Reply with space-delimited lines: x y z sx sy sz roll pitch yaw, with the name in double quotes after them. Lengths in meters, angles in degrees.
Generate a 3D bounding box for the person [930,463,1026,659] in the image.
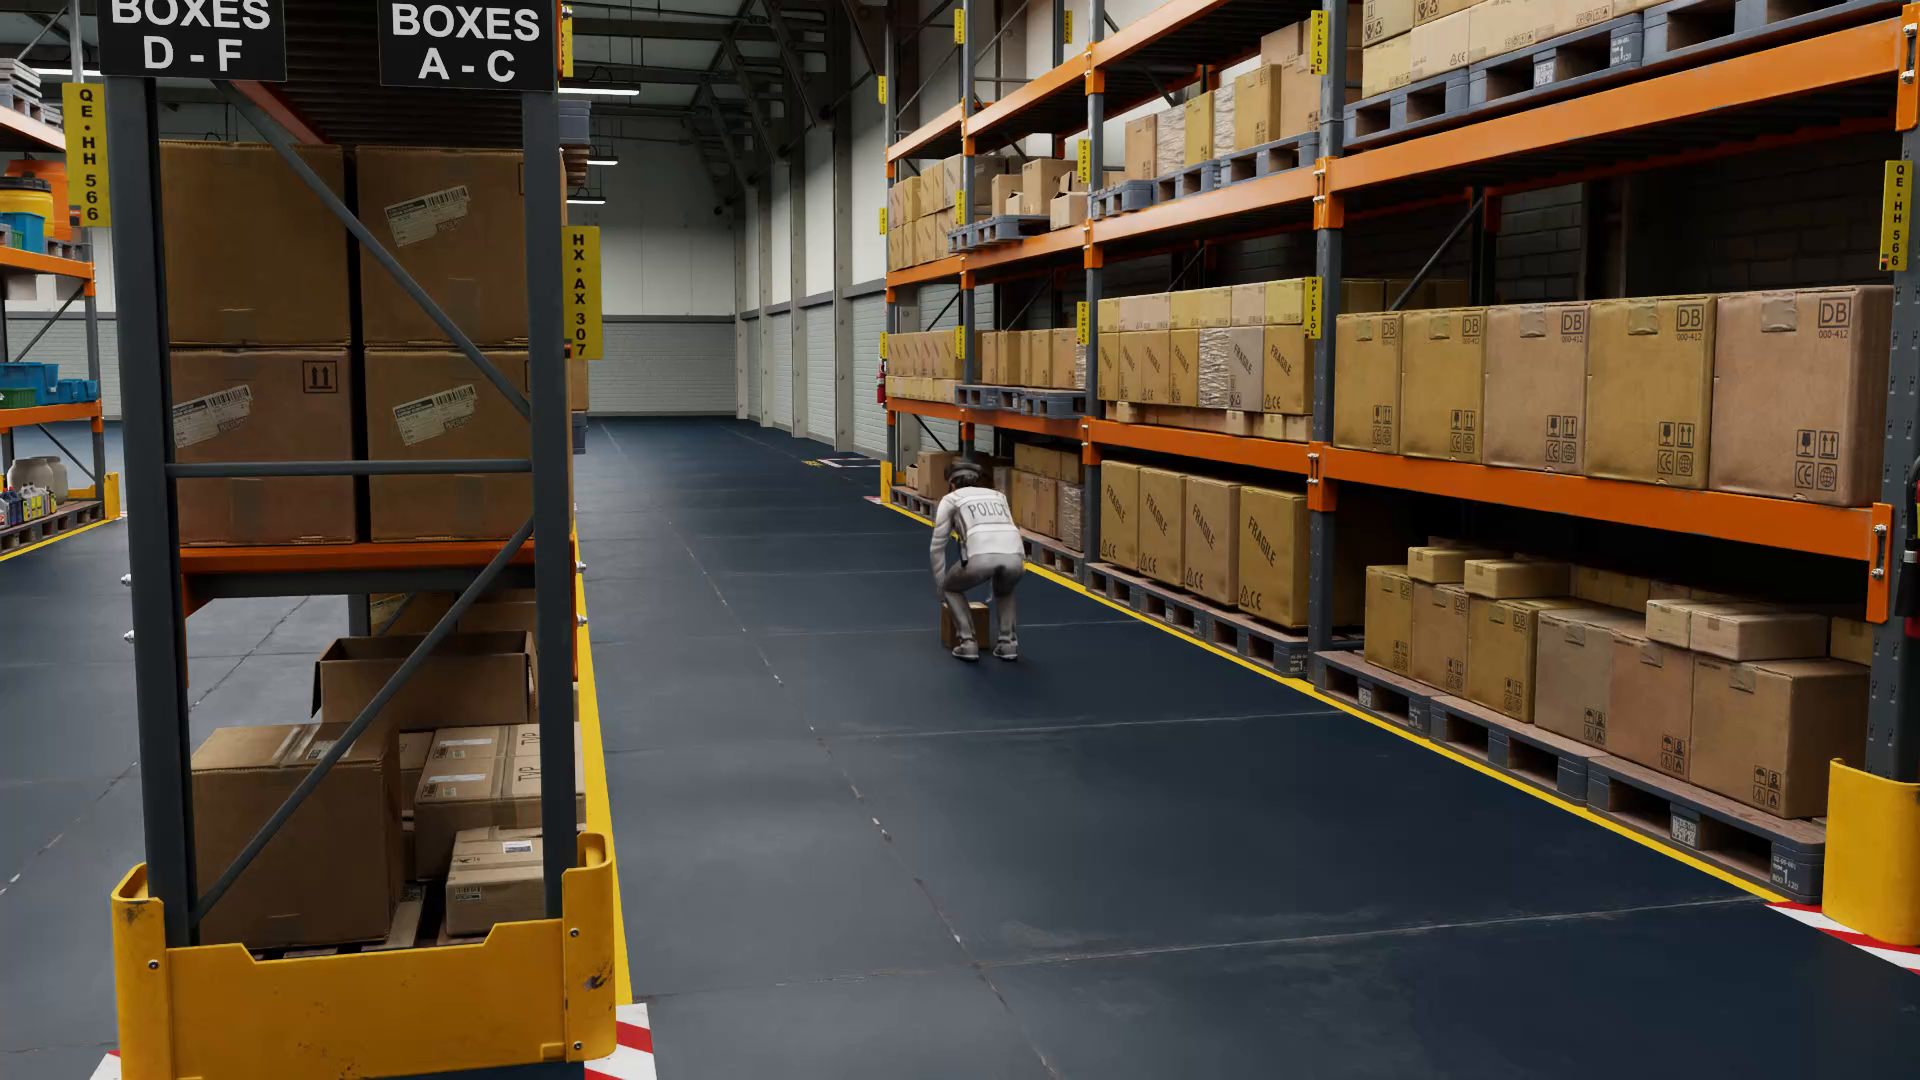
0.096 0.126 9.909 0.518 1.154 0.804 -2 6 -14 "person"
